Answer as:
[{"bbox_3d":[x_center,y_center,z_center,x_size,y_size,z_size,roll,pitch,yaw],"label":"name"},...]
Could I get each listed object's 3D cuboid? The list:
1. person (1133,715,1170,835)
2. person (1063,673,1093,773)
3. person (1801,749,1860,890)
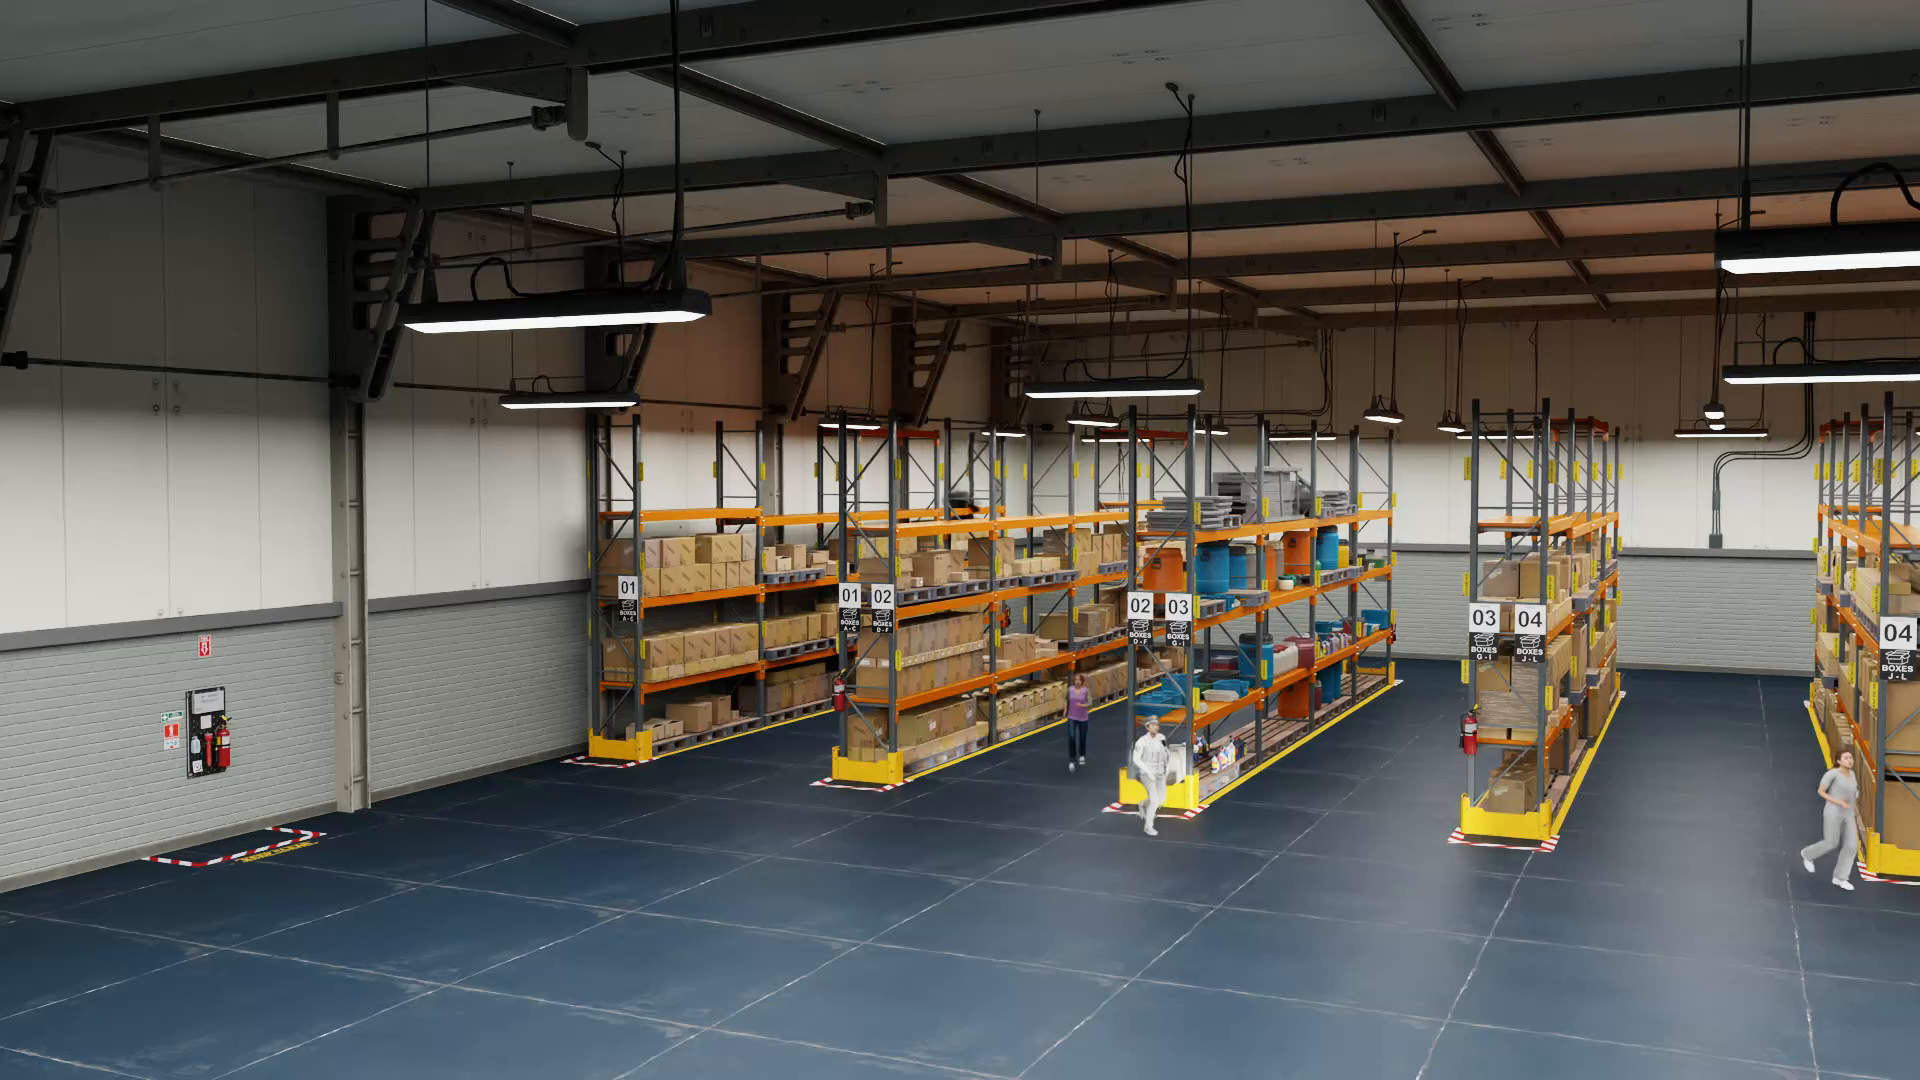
[{"bbox_3d":[2.655,3.231,23.021,0.633,1.660,0.590,-1,3,-27],"label":"person"},{"bbox_3d":[1.975,3.046,27.926,0.511,1.643,0.735,0,2,7],"label":"person"},{"bbox_3d":[10.670,3.351,20.221,0.581,1.655,0.809,0,2,-10],"label":"person"}]
